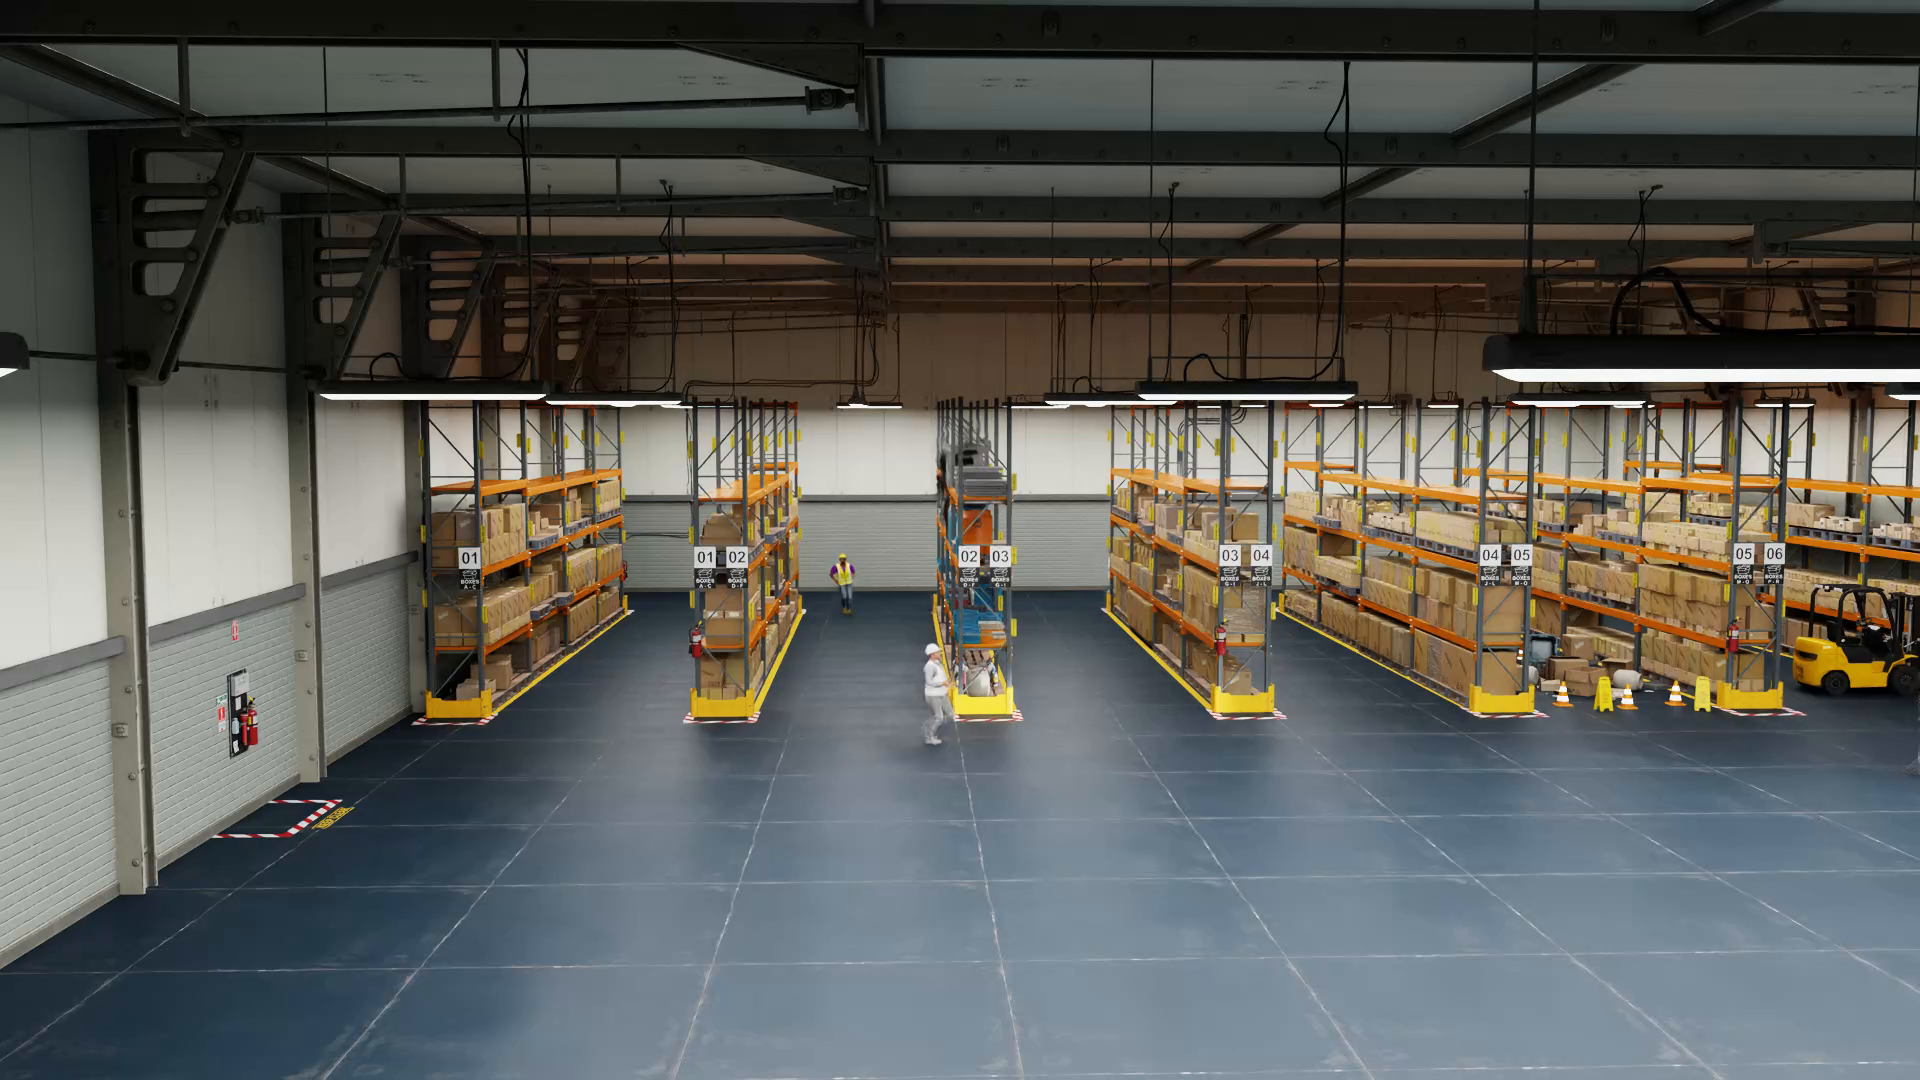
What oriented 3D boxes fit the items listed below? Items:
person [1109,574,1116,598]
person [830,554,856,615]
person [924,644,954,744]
[{"bbox_3d":[4.636,1.090,48.827,0.521,1.714,0.661,2,5,20],"label":"person"},{"bbox_3d":[-3.249,1.253,46.713,0.706,1.721,0.613,-2,5,-20],"label":"person"},{"bbox_3d":[-0.349,2.642,28.540,0.590,1.727,0.648,1,5,18],"label":"person"}]
